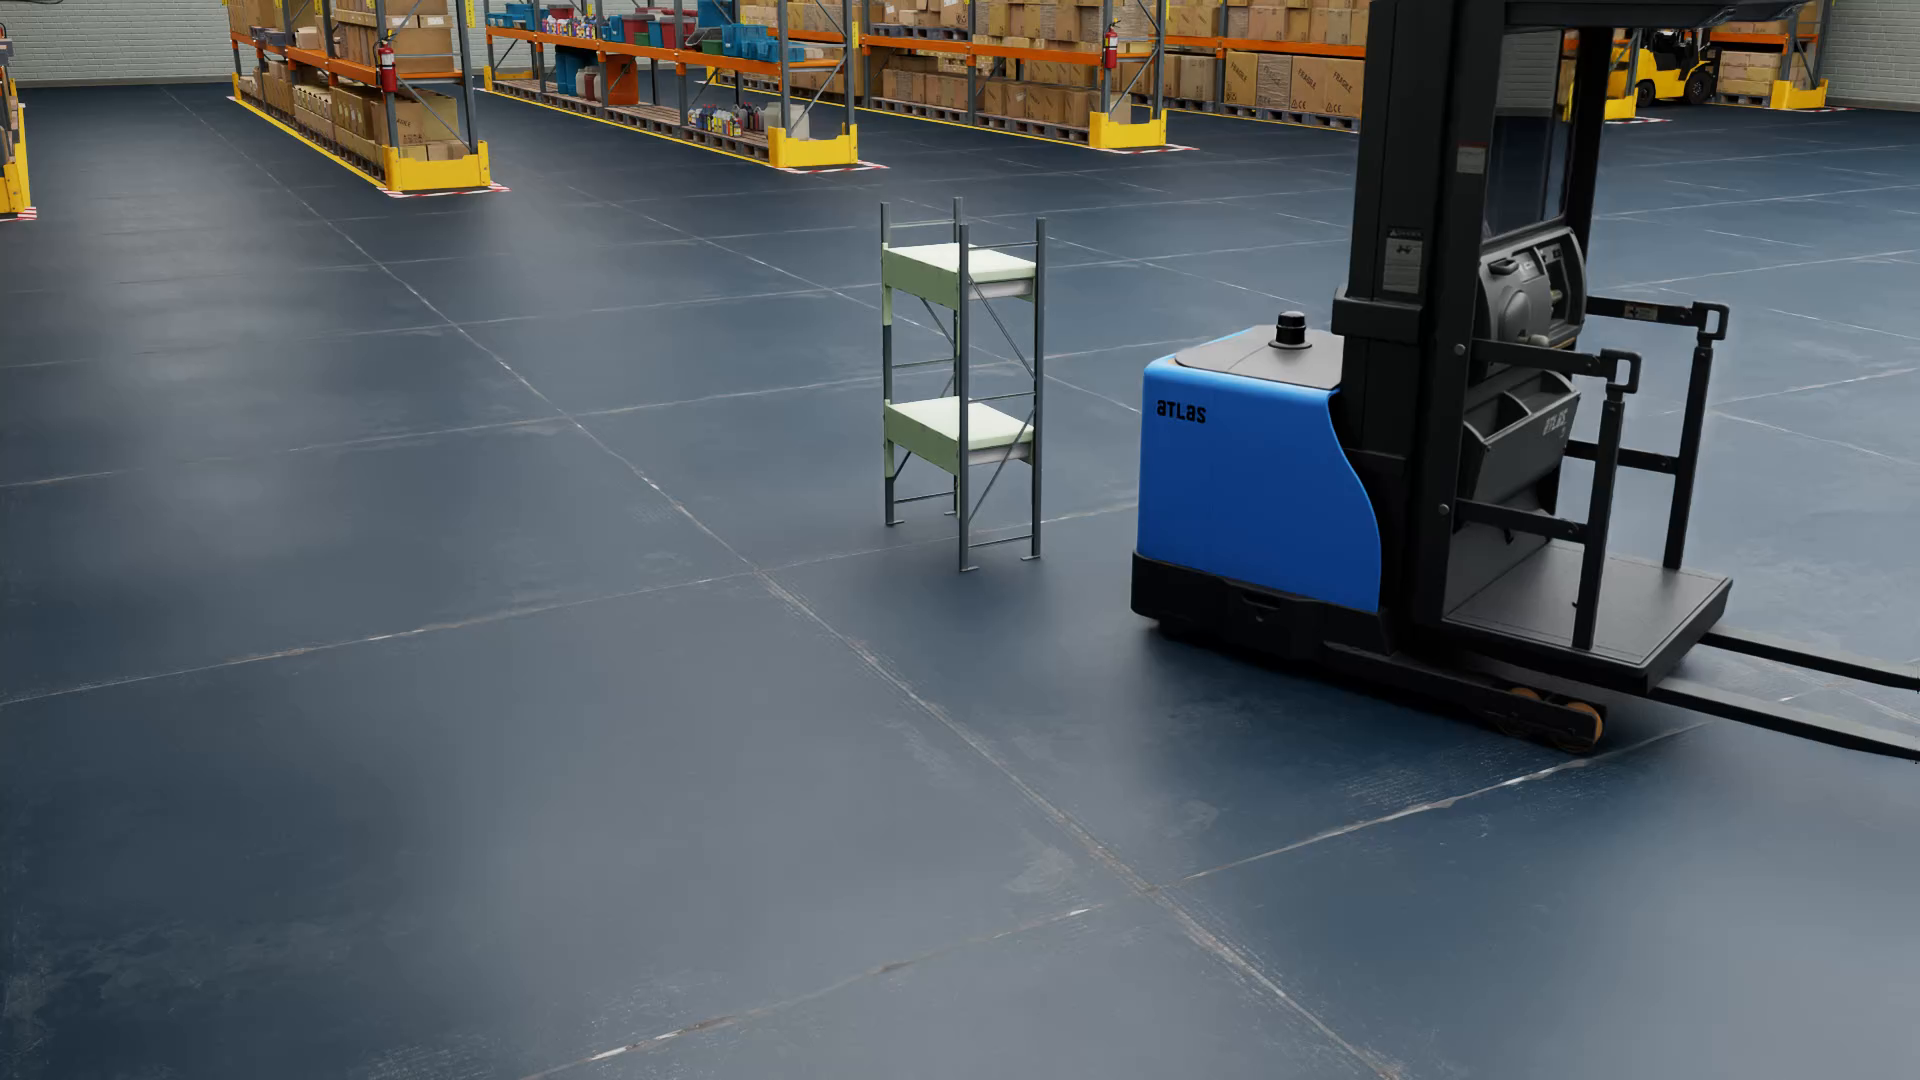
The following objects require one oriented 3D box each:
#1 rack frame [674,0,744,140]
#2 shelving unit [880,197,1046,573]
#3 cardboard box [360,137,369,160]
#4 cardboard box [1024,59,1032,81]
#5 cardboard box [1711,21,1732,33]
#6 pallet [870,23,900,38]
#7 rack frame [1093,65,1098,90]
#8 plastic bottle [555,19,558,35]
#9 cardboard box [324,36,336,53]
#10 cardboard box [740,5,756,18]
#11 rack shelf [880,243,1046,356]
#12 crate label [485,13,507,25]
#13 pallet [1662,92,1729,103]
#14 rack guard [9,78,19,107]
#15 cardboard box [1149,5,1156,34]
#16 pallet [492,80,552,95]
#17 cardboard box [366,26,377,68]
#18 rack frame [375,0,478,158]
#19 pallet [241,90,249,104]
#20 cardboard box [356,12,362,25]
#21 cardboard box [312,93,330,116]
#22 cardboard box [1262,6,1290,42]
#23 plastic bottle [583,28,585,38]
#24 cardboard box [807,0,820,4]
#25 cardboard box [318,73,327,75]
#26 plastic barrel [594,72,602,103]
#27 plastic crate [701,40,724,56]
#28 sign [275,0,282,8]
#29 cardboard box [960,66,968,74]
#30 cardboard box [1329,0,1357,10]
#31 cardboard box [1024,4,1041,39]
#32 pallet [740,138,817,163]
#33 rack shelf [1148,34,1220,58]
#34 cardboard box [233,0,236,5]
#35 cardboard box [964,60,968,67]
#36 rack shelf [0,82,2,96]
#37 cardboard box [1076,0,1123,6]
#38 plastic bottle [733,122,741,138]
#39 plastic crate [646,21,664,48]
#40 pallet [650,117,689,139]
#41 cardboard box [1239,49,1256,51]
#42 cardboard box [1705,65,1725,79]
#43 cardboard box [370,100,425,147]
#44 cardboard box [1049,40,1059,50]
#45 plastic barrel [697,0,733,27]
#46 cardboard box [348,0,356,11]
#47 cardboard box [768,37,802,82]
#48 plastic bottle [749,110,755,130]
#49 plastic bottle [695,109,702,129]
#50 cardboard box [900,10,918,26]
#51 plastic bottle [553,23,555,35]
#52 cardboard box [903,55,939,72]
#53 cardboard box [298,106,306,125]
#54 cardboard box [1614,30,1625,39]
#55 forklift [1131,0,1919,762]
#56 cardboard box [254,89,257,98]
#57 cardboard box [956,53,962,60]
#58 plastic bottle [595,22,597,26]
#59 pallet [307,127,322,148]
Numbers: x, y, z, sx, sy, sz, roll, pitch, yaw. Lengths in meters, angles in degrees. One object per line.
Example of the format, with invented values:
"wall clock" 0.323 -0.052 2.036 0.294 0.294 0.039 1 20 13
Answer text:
"rack frame" -3.768 -7.556 24.931 1.000 3.000 0.127 -10 21 -27
"shelving unit" 0.003 -0.707 7.381 0.431 1.500 0.755 -10 21 -27
"cardboard box" -7.231 -4.934 20.902 0.500 0.250 0.500 -10 21 -27
"cardboard box" 1.575 -9.971 35.118 0.500 0.500 0.500 -9 21 -24
"cardboard box" 14.632 -9.925 31.643 0.500 0.500 0.500 -10 22 -28
"pallet" -0.876 -9.193 29.968 1.213 0.211 1.003 -10 21 -27
"rack frame" 3.105 -10.211 32.624 1.000 3.000 0.127 -10 21 -27
"plastic bottle" -7.346 -9.371 30.370 0.061 0.283 0.133 -10 21 -27
"cardboard box" -8.708 -6.950 23.381 0.396 0.266 0.258 -11 22 -28
"cardboard box" -4.376 -11.216 35.312 0.500 0.250 0.500 -10 22 -28
"rack shelf" 0.003 -1.076 7.254 0.431 0.370 0.720 -10 21 -27
"crate label" -9.639 -10.828 34.578 0.416 0.233 0.303 -10 21 -27
"pallet" 14.603 -8.725 32.592 1.003 0.211 1.213 -10 21 -27
"rack guard" -18.196 -8.292 30.894 1.175 0.500 0.348 -10 21 -27
"cardboard box" 3.798 -9.654 30.856 0.500 0.500 0.500 -10 22 -27
"pallet" -9.109 -9.440 34.665 1.003 0.211 1.213 -10 21 -27
"cardboard box" -6.924 -6.118 20.611 0.700 0.500 0.500 -10 21 -26
"rack frame" -6.229 -5.642 19.383 1.000 3.000 0.127 -10 21 -27
"pallet" -13.412 -8.666 32.422 1.003 0.211 1.213 -10 21 -27
"cardboard box" -7.317 -6.521 20.782 0.380 0.149 0.250 -10 22 -27
"cardboard box" -9.061 -6.318 24.053 0.500 0.311 0.500 -10 21 -27
"cardboard box" 5.624 -8.702 28.021 0.875 0.550 0.550 -10 21 -27
"plastic bottle" -6.522 -8.847 28.975 0.097 0.201 0.097 0 19 0
"cardboard box" -2.581 -10.760 32.526 0.797 0.503 0.637 -10 21 -26
"cardboard box" -11.214 -7.872 29.005 0.500 0.500 0.500 -10 21 -26
"plastic barrel" -6.261 -8.013 29.425 0.421 0.512 0.421 0 19 0
"plastic crate" -3.372 -7.023 23.709 0.450 0.188 0.662 -10 21 -27
"sign" -10.501 -8.361 25.611 0.100 0.325 0.005 -10 21 -27
"cardboard box" 0.228 -10.567 37.383 0.380 0.149 0.250 -10 21 -27
"cardboard box" 6.419 -8.752 26.510 0.875 0.550 0.550 -10 21 -27
"cardboard box" 1.484 -7.946 25.450 0.875 0.500 0.500 -10 21 -27
"pallet" -2.327 -5.338 22.778 1.003 0.211 1.213 -10 21 -27
"rack shelf" 4.054 -9.297 31.078 1.077 0.370 4.000 -10 21 -27
"cardboard box" -13.360 -10.293 31.177 0.500 0.500 0.500 -10 21 -26
"cardboard box" 0.323 -10.699 37.310 0.380 0.149 0.250 -9 21 -25
"rack shelf" -11.537 -5.107 18.937 1.077 0.370 4.000 -10 21 -27
"cardboard box" 2.012 -7.955 23.945 0.500 0.500 0.500 -10 21 -27
"plastic bottle" -3.126 -5.752 23.319 0.097 0.201 0.097 0 19 0
"plastic crate" -4.565 -7.817 25.711 0.392 0.384 0.575 -10 21 -27
"pallet" -4.175 -6.457 26.021 1.003 0.211 1.213 -10 21 -27
"cardboard box" 6.738 -10.669 36.564 0.875 0.875 0.875 -10 21 -26
"cardboard box" 14.580 -8.997 31.911 0.500 0.250 0.500 -11 22 -28
"cardboard box" -6.746 -5.003 19.953 0.500 0.500 0.500 -10 21 -27
"cardboard box" 1.566 -7.462 25.044 0.380 0.149 0.250 -10 21 -27
"plastic barrel" -3.685 -7.951 25.306 0.600 0.901 0.708 -10 21 -27
"cardboard box" -7.434 -7.035 21.279 0.700 0.500 0.500 -10 21 -27
"cardboard box" -3.451 -10.016 34.672 0.875 0.875 0.875 -10 21 -27
"plastic bottle" -3.042 -6.169 24.400 0.061 0.283 0.133 -10 21 -27
"plastic bottle" -3.825 -6.229 24.585 0.152 0.276 0.135 -9 21 -25
"cardboard box" -0.715 -9.082 28.940 0.500 0.250 0.500 -11 22 -28
"plastic bottle" -7.431 -9.396 30.568 0.097 0.201 0.097 0 19 0
"cardboard box" -0.703 -8.514 29.715 0.500 0.250 0.500 -7 20 -21
"cardboard box" -9.799 -6.497 25.433 0.500 0.250 0.500 -11 22 -28
"cardboard box" 11.233 -8.721 28.691 0.380 0.149 0.250 -10 21 -26
"forklift" 2.152 -0.869 5.656 3.031 2.935 1.130 14 24 36
"cardboard box" -12.679 -8.165 30.391 0.380 0.149 0.250 -10 21 -27
"cardboard box" 0.123 -10.916 37.482 0.380 0.149 0.250 -11 22 -29
"plastic bottle" -6.609 -9.349 30.324 0.097 0.271 0.097 0 19 0
"pallet" -9.096 -6.028 24.777 1.003 0.211 1.213 -10 21 -27
